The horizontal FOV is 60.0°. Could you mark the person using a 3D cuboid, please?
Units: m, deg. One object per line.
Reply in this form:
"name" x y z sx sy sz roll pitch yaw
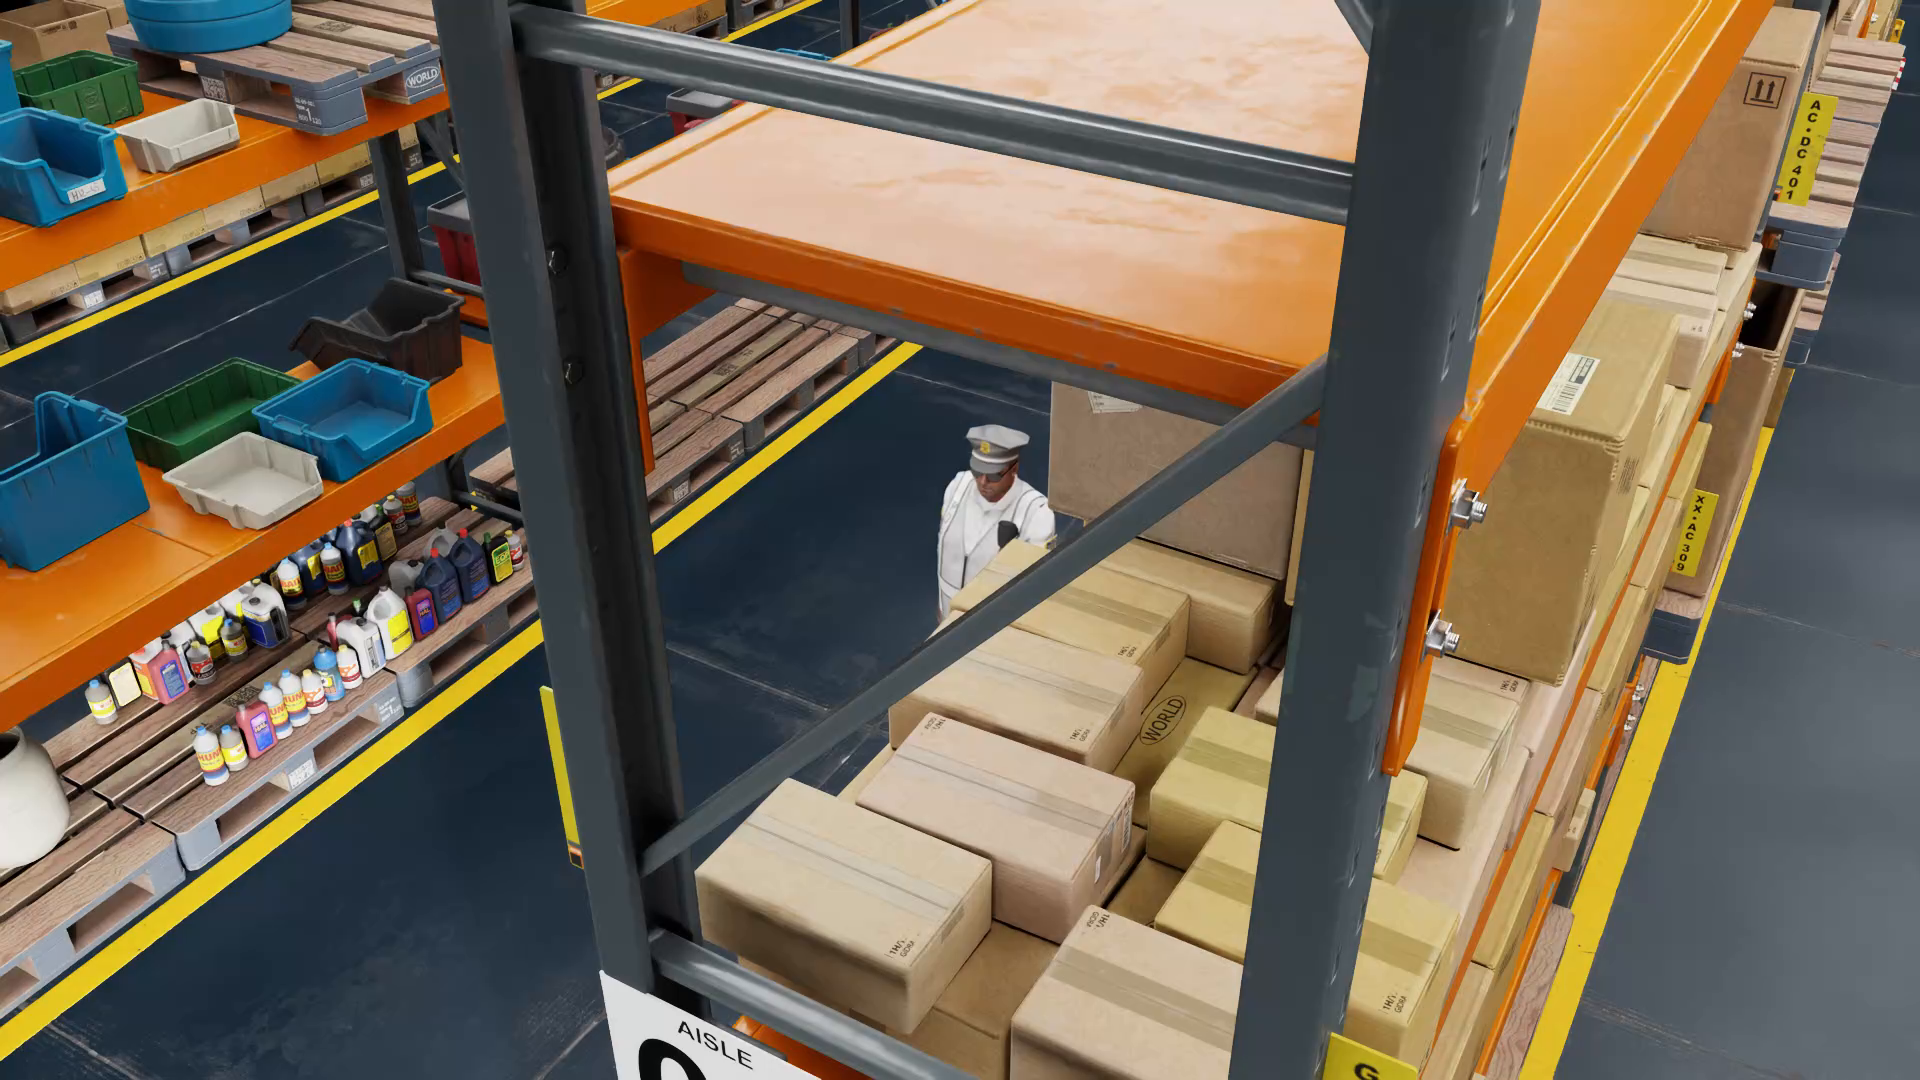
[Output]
"person" 0.131 0.308 6.929 0.530 1.761 0.395 19 38 26
